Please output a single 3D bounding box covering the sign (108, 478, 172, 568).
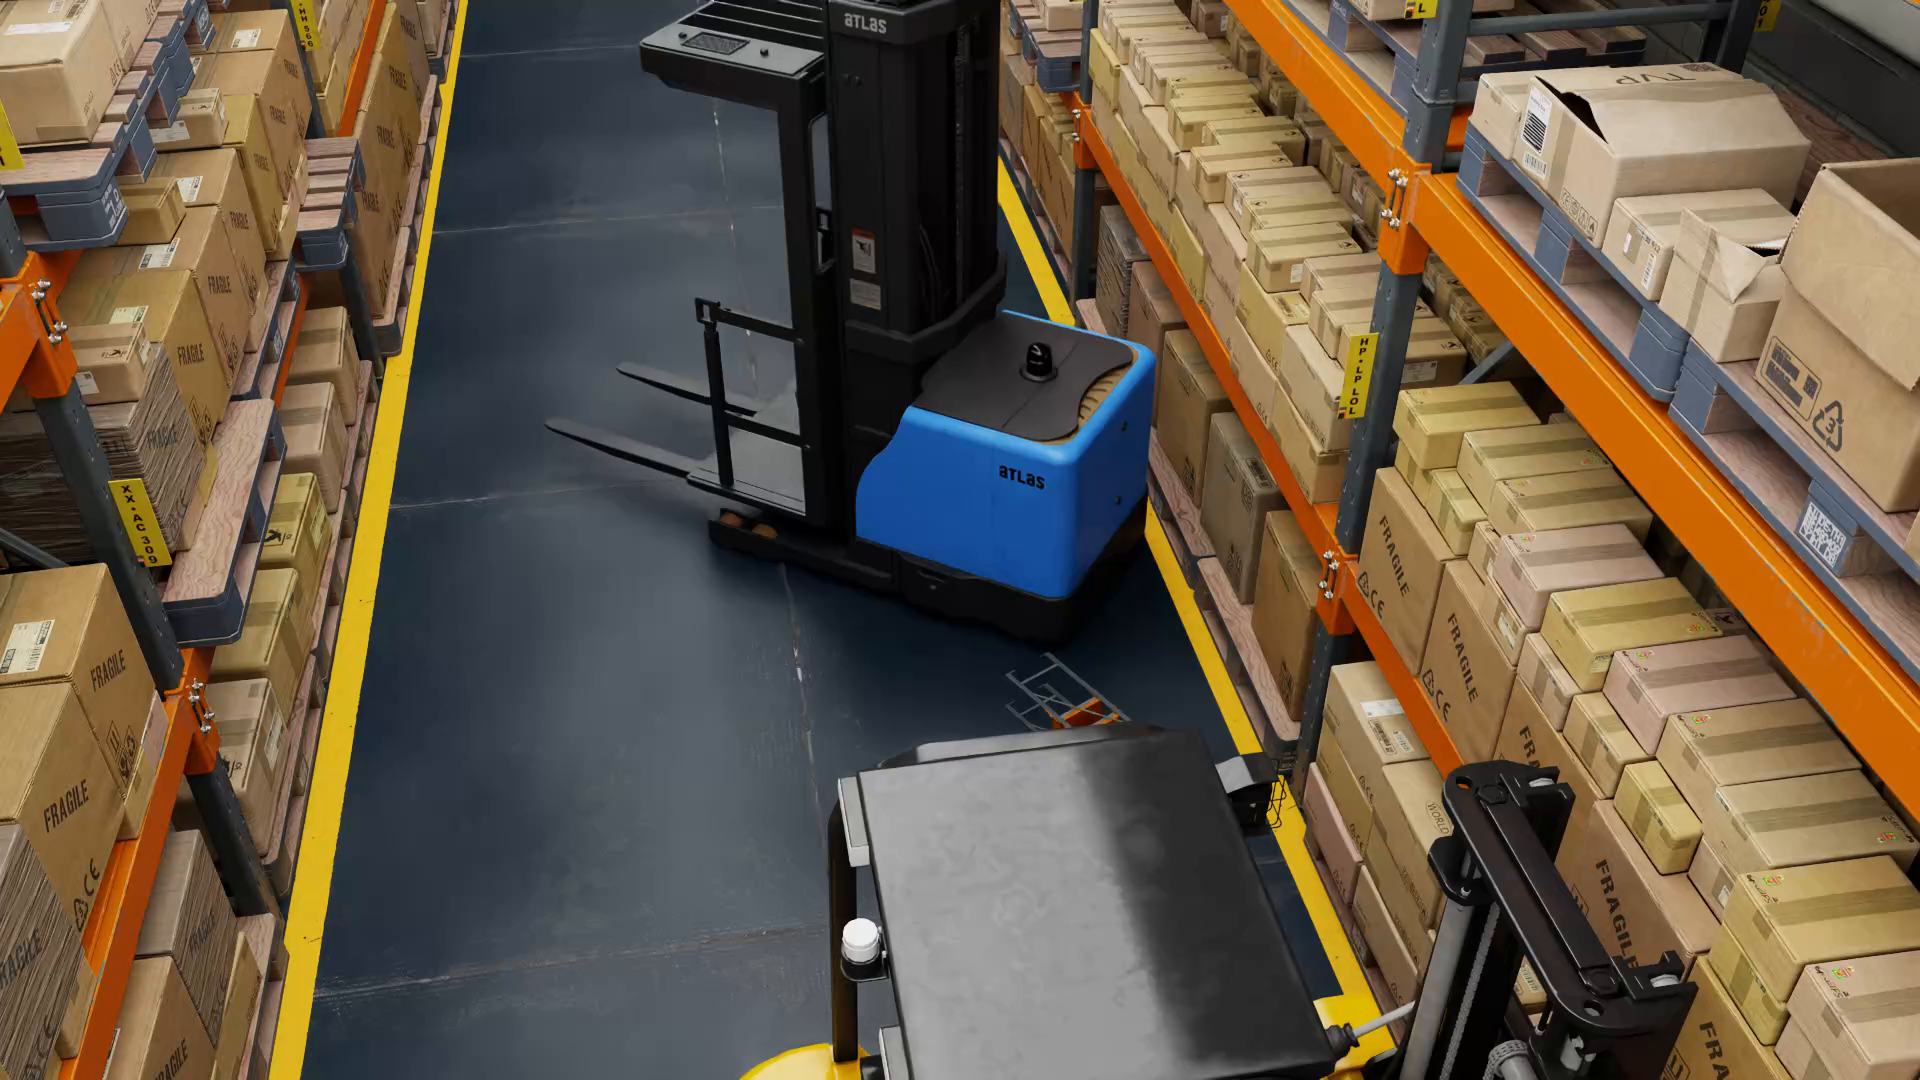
[{"bbox_3d":[-2.497,-0.049,5.062,0.100,0.325,0.005,-6,38,-8],"label":"sign"}]

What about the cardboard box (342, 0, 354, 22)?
[{"bbox_3d":[-3.742,-3.146,9.469,0.500,0.250,0.500,-6,38,-8],"label":"cardboard box"}]

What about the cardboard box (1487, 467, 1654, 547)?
[{"bbox_3d":[1.808,-0.068,4.939,0.380,0.149,0.250,-7,38,-9],"label":"cardboard box"}]

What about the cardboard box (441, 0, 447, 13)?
[{"bbox_3d":[-4.594,-4.562,13.323,0.875,0.438,0.875,-7,38,-9],"label":"cardboard box"}]

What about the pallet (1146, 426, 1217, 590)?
[{"bbox_3d":[1.471,-0.258,8.310,1.003,0.211,1.213,-6,38,-8],"label":"pallet"}]

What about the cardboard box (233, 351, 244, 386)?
[{"bbox_3d":[-3.021,-0.703,6.472,0.380,0.149,0.250,-6,38,-8],"label":"cardboard box"}]

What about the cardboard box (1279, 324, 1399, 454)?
[{"bbox_3d":[1.518,-0.588,6.176,0.500,0.250,0.500,-7,38,-9],"label":"cardboard box"}]

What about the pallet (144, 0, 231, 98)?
[{"bbox_3d":[-3.218,-1.765,5.685,1.213,0.211,1.003,-6,38,-8],"label":"pallet"}]

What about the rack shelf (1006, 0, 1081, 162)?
[{"bbox_3d":[0.804,-3.520,10.823,1.077,0.370,4.000,-6,38,-8],"label":"rack shelf"}]

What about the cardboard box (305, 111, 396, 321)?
[{"bbox_3d":[-3.771,-1.813,9.428,0.875,0.875,0.875,-7,38,-8],"label":"cardboard box"}]

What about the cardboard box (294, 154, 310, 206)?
[{"bbox_3d":[-3.236,-1.653,7.695,0.380,0.149,0.250,-7,38,-8],"label":"cardboard box"}]

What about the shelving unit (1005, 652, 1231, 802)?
[{"bbox_3d":[0.655,0.896,6.839,0.258,0.189,1.200,-25,44,-29],"label":"shelving unit"}]

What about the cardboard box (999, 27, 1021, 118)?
[{"bbox_3d":[0.503,-3.252,11.586,0.500,0.500,0.500,-7,38,-9],"label":"cardboard box"}]

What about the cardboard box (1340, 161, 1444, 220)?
[{"bbox_3d":[1.834,-1.487,7.009,0.380,0.149,0.250,-7,38,-8],"label":"cardboard box"}]

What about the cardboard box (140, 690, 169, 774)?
[{"bbox_3d":[-2.674,0.616,5.116,0.380,0.149,0.250,-7,38,-8],"label":"cardboard box"}]

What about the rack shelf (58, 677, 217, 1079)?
[{"bbox_3d":[-2.679,1.848,3.913,1.077,0.370,4.000,-6,38,-8],"label":"rack shelf"}]

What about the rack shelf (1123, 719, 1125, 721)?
[{"bbox_3d":[0.628,0.874,6.867,0.258,0.180,0.103,-25,44,-29],"label":"rack shelf"}]

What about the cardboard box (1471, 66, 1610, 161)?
[{"bbox_3d":[1.636,-1.167,4.543,0.380,0.149,0.250,-5,38,-7],"label":"cardboard box"}]

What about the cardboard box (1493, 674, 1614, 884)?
[{"bbox_3d":[1.874,0.695,4.729,0.500,0.500,0.500,-7,38,-8],"label":"cardboard box"}]

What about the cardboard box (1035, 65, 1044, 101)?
[{"bbox_3d":[0.692,-2.943,10.659,0.380,0.149,0.250,-7,38,-9],"label":"cardboard box"}]

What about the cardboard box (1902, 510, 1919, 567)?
[{"bbox_3d":[2.159,-0.064,2.837,0.700,0.500,0.500,-6,38,-8],"label":"cardboard box"}]

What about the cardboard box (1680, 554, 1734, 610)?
[{"bbox_3d":[2.365,0.151,4.900,0.380,0.149,0.250,-6,38,-8],"label":"cardboard box"}]

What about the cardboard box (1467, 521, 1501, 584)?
[{"bbox_3d":[1.773,0.055,5.023,0.380,0.149,0.250,-6,38,-8],"label":"cardboard box"}]

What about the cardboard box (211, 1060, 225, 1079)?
[{"bbox_3d":[-2.558,1.925,5.127,0.500,0.250,0.500,-7,38,-9],"label":"cardboard box"}]

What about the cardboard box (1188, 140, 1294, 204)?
[{"bbox_3d":[1.202,-1.579,7.127,0.380,0.149,0.250,-7,38,-9],"label":"cardboard box"}]

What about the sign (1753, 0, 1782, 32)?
[{"bbox_3d":[2.402,-1.661,4.912,0.100,0.325,0.005,-6,38,-8],"label":"sign"}]

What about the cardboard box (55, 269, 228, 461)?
[{"bbox_3d":[-2.918,-0.584,5.790,0.500,0.500,0.500,-6,38,-8],"label":"cardboard box"}]

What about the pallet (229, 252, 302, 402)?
[{"bbox_3d":[-3.344,-0.793,6.882,1.003,0.211,1.213,-6,38,-8],"label":"pallet"}]

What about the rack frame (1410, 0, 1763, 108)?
[{"bbox_3d":[1.856,-2.549,4.097,1.000,3.000,0.127,-6,38,-8],"label":"rack frame"}]

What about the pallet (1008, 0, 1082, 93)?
[{"bbox_3d":[0.967,-2.922,9.623,1.213,0.211,1.003,-6,38,-8],"label":"pallet"}]

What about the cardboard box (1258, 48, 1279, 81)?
[{"bbox_3d":[1.664,-2.268,8.013,0.380,0.149,0.250,-7,38,-9],"label":"cardboard box"}]

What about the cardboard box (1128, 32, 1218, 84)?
[{"bbox_3d":[1.039,-2.354,8.125,0.380,0.149,0.250,-5,38,-7],"label":"cardboard box"}]

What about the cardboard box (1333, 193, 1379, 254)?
[{"bbox_3d":[1.863,-1.268,7.052,0.500,0.250,0.500,-7,38,-9],"label":"cardboard box"}]

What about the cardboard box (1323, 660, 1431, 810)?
[{"bbox_3d":[1.632,0.671,5.926,0.500,0.250,0.500,-7,38,-9],"label":"cardboard box"}]

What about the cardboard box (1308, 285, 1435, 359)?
[{"bbox_3d":[1.515,-0.812,6.140,0.380,0.149,0.250,-7,38,-9],"label":"cardboard box"}]

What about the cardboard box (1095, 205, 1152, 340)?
[{"bbox_3d":[1.251,-1.446,9.160,0.875,0.625,0.625,-5,38,-7],"label":"cardboard box"}]

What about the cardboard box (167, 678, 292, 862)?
[{"bbox_3d":[-3.124,0.911,6.332,0.950,0.372,0.625,-6,38,-7],"label":"cardboard box"}]

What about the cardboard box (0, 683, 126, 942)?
[{"bbox_3d":[-2.610,0.751,4.415,0.500,0.500,0.500,-5,38,-6],"label":"cardboard box"}]

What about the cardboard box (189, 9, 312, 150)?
[{"bbox_3d":[-3.378,-2.138,7.791,0.500,0.500,0.500,-7,38,-9],"label":"cardboard box"}]

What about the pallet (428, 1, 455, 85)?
[{"bbox_3d":[-4.489,-3.843,12.924,1.003,0.211,1.213,-6,38,-8],"label":"pallet"}]

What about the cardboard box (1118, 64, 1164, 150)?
[{"bbox_3d":[1.079,-2.138,8.171,0.500,0.250,0.500,-5,38,-7],"label":"cardboard box"}]

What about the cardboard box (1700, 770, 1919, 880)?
[{"bbox_3d":[2.012,0.703,3.947,0.380,0.149,0.250,-6,38,-7],"label":"cardboard box"}]

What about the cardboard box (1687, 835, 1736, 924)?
[{"bbox_3d":[2.017,0.828,4.029,0.380,0.149,0.250,-6,38,-8],"label":"cardboard box"}]

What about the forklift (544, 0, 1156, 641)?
[{"bbox_3d":[-0.646,-1.335,7.480,3.031,2.935,1.130,18,41,21],"label":"forklift"}]

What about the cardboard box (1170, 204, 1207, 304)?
[{"bbox_3d":[1.262,-1.315,7.519,0.500,0.250,0.500,-5,38,-6],"label":"cardboard box"}]

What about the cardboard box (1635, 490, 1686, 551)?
[{"bbox_3d":[2.272,-0.119,5.005,0.380,0.149,0.250,-7,38,-8],"label":"cardboard box"}]

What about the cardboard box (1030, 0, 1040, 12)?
[{"bbox_3d":[0.651,-3.305,9.740,0.500,0.250,0.500,-8,39,-10],"label":"cardboard box"}]

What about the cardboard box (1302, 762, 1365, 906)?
[{"bbox_3d":[1.615,1.067,6.230,0.500,0.250,0.500,-6,38,-7],"label":"cardboard box"}]
